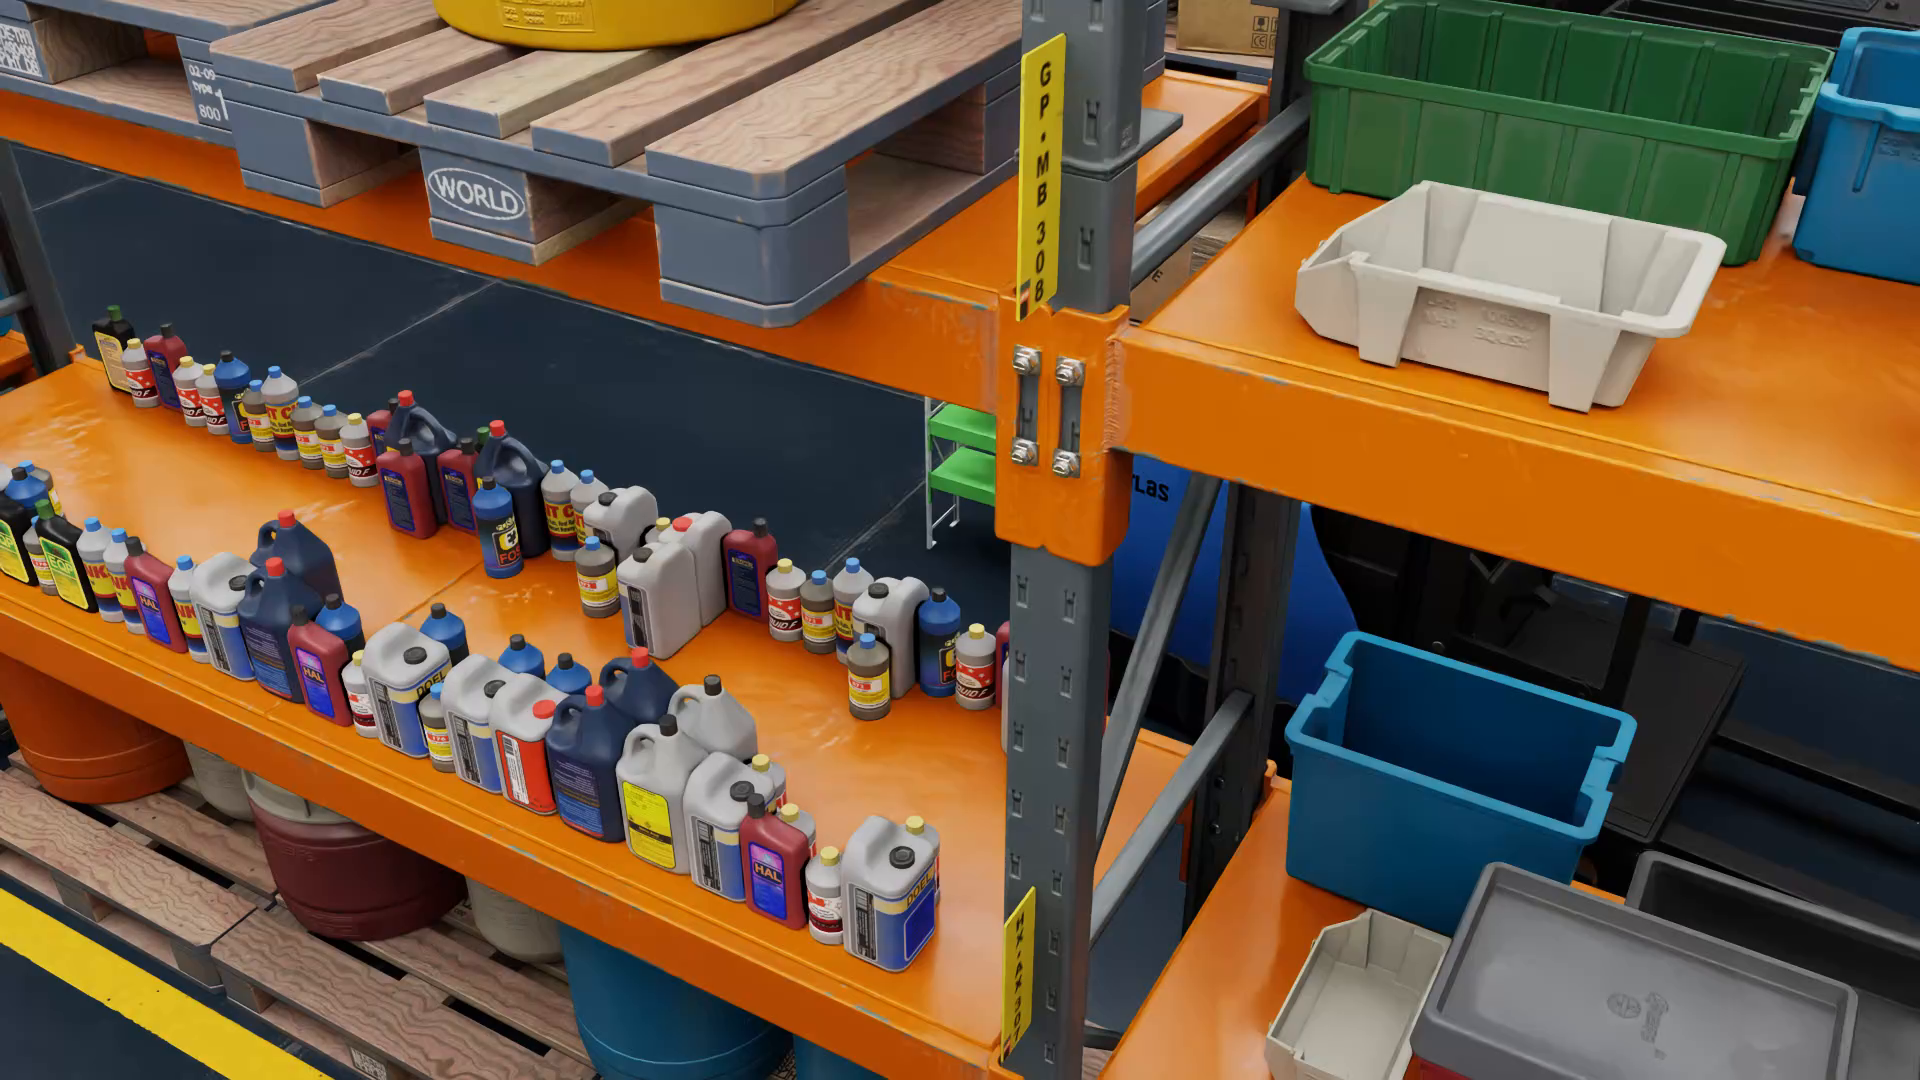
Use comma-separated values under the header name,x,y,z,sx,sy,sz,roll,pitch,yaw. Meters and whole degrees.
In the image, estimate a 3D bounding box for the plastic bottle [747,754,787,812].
name,x,y,z,sx,sy,sz,roll,pitch,yaw
plastic bottle,-0.405,0.529,3.428,0.097,0.201,0.097,0,34,0

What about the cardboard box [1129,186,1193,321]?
name,x,y,z,sx,sy,sz,roll,pitch,yaw
cardboard box,0.957,-1.375,7.967,0.500,0.500,0.500,16,37,23

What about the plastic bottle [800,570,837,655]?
name,x,y,z,sx,sy,sz,roll,pitch,yaw
plastic bottle,-0.333,0.165,3.976,0.097,0.201,0.097,0,34,0

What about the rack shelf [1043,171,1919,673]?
name,x,y,z,sx,sy,sz,roll,pitch,yaw
rack shelf,2.106,0.166,1.737,4.000,0.370,1.077,18,37,24

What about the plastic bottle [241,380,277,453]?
name,x,y,z,sx,sy,sz,roll,pitch,yaw
plastic bottle,-1.996,-0.362,4.767,0.097,0.201,0.097,0,34,0

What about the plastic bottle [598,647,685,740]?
name,x,y,z,sx,sy,sz,roll,pitch,yaw
plastic bottle,-0.680,0.370,3.533,0.185,0.351,0.144,18,37,24

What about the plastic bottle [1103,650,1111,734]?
name,x,y,z,sx,sy,sz,roll,pitch,yaw
plastic bottle,0.263,0.307,3.687,0.133,0.283,0.061,18,37,24

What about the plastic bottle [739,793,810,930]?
name,x,y,z,sx,sy,sz,roll,pitch,yaw
plastic bottle,-0.357,0.619,3.219,0.133,0.283,0.061,18,37,24

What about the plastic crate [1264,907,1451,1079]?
name,x,y,z,sx,sy,sz,roll,pitch,yaw
plastic crate,0.703,0.847,2.956,0.243,0.136,0.396,18,37,24

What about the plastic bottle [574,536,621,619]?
name,x,y,z,sx,sy,sz,roll,pitch,yaw
plastic bottle,-0.894,0.084,4.097,0.097,0.201,0.097,0,34,0

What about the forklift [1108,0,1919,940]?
name,x,y,z,sx,sy,sz,roll,pitch,yaw
forklift,1.921,-0.444,4.772,3.031,2.935,1.130,22,39,29

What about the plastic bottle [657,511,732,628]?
name,x,y,z,sx,sy,sz,roll,pitch,yaw
plastic bottle,-0.647,0.051,4.078,0.135,0.276,0.152,18,37,24

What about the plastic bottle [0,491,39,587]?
name,x,y,z,sx,sy,sz,roll,pitch,yaw
plastic bottle,-2.393,-0.026,4.188,0.133,0.283,0.061,18,37,24

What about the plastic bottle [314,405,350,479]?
name,x,y,z,sx,sy,sz,roll,pitch,yaw
plastic bottle,-1.742,-0.282,4.646,0.097,0.201,0.097,0,34,0

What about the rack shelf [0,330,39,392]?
name,x,y,z,sx,sy,sz,roll,pitch,yaw
rack shelf,-4.840,-0.786,5.873,4.000,0.370,1.077,18,37,24

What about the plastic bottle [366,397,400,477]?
name,x,y,z,sx,sy,sz,roll,pitch,yaw
plastic bottle,-1.548,-0.266,4.549,0.133,0.283,0.061,18,37,24

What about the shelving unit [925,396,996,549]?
name,x,y,z,sx,sy,sz,roll,pitch,yaw
shelving unit,0.144,-0.454,6.349,0.503,1.200,0.258,18,37,24

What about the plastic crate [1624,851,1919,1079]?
name,x,y,z,sx,sy,sz,roll,pitch,yaw
plastic crate,1.475,0.833,2.987,0.590,0.125,0.437,18,37,24

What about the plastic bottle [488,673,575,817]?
name,x,y,z,sx,sy,sz,roll,pitch,yaw
plastic bottle,-0.888,0.425,3.518,0.135,0.276,0.152,18,37,24

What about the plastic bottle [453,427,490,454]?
name,x,y,z,sx,sy,sz,roll,pitch,yaw
plastic bottle,-1.272,-0.179,4.417,0.133,0.283,0.061,18,37,24

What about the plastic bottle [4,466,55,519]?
name,x,y,z,sx,sy,sz,roll,pitch,yaw
plastic bottle,-2.369,-0.064,4.256,0.097,0.271,0.097,0,34,0

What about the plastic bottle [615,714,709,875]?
name,x,y,z,sx,sy,sz,roll,pitch,yaw
plastic bottle,-0.591,0.490,3.352,0.185,0.351,0.144,18,37,24

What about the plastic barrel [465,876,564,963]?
name,x,y,z,sx,sy,sz,roll,pitch,yaw
plastic barrel,-1.155,0.875,4.596,0.421,0.512,0.421,0,34,0

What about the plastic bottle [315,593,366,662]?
name,x,y,z,sx,sy,sz,roll,pitch,yaw
plastic bottle,-1.406,0.241,3.798,0.097,0.271,0.097,0,34,0

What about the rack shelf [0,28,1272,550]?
name,x,y,z,sx,sy,sz,roll,pitch,yaw
rack shelf,-1.367,-0.934,3.389,4.000,0.370,1.077,18,37,24

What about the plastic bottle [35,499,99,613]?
name,x,y,z,sx,sy,sz,roll,pitch,yaw
plastic bottle,-2.192,0.038,4.093,0.133,0.283,0.061,18,37,24

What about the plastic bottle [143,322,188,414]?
name,x,y,z,sx,sy,sz,roll,pitch,yaw
plastic bottle,-2.340,-0.517,4.925,0.133,0.283,0.061,18,37,24

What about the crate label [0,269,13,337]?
name,x,y,z,sx,sy,sz,roll,pitch,yaw
crate label,-3.283,-0.762,5.338,0.416,0.233,0.303,18,37,24

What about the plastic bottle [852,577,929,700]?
name,x,y,z,sx,sy,sz,roll,pitch,yaw
plastic bottle,-0.161,0.205,3.847,0.135,0.276,0.152,18,37,24

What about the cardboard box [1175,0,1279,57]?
name,x,y,z,sx,sy,sz,roll,pitch,yaw
cardboard box,1.266,-2.490,7.314,0.500,0.500,0.700,8,35,12

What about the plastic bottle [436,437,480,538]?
name,x,y,z,sx,sy,sz,roll,pitch,yaw
plastic bottle,-1.302,-0.149,4.373,0.133,0.283,0.061,18,37,24

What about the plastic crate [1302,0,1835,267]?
name,x,y,z,sx,sy,sz,roll,pitch,yaw
plastic crate,0.887,-0.624,2.466,0.662,0.188,0.450,18,37,24

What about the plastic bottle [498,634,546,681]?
name,x,y,z,sx,sy,sz,roll,pitch,yaw
plastic bottle,-0.959,0.324,3.673,0.097,0.271,0.097,0,34,0

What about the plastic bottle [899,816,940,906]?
name,x,y,z,sx,sy,sz,roll,pitch,yaw
plastic bottle,-0.087,0.630,3.277,0.097,0.201,0.097,0,34,0

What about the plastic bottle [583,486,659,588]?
name,x,y,z,sx,sy,sz,roll,pitch,yaw
plastic bottle,-0.849,-0.012,4.174,0.135,0.276,0.152,18,37,24

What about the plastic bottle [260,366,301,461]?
name,x,y,z,sx,sy,sz,roll,pitch,yaw
plastic bottle,-1.911,-0.364,4.707,0.097,0.271,0.097,0,34,0

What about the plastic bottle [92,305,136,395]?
name,x,y,z,sx,sy,sz,roll,pitch,yaw
plastic bottle,-2.541,-0.581,5.021,0.133,0.283,0.061,18,37,24

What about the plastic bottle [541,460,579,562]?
name,x,y,z,sx,sy,sz,roll,pitch,yaw
plastic bottle,-1.020,-0.082,4.283,0.097,0.271,0.097,0,34,0

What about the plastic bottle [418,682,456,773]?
name,x,y,z,sx,sy,sz,roll,pitch,yaw
plastic bottle,-1.119,0.400,3.622,0.097,0.201,0.097,0,34,0

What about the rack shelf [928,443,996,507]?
name,x,y,z,sx,sy,sz,roll,pitch,yaw
rack shelf,0.144,-0.201,6.518,0.480,0.148,0.258,18,37,24

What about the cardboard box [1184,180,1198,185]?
name,x,y,z,sx,sy,sz,roll,pitch,yaw
cardboard box,1.227,-1.935,8.132,0.500,0.250,0.500,17,37,24

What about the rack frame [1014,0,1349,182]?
name,x,y,z,sx,sy,sz,roll,pitch,yaw
rack frame,0.369,-1.932,1.532,0.127,3.000,1.000,18,37,24

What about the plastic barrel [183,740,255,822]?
name,x,y,z,sx,sy,sz,roll,pitch,yaw
plastic barrel,-2.136,0.564,5.062,0.421,0.512,0.421,0,34,0

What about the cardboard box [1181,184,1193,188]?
name,x,y,z,sx,sy,sz,roll,pitch,yaw
cardboard box,1.194,-1.632,8.353,0.500,0.500,0.500,16,37,23

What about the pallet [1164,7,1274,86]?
name,x,y,z,sx,sy,sz,roll,pitch,yaw
pallet,1.048,-2.305,7.679,1.213,0.211,1.003,18,37,24

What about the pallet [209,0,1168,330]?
name,x,y,z,sx,sy,sz,roll,pitch,yaw
pallet,-0.360,-0.773,2.669,1.003,0.211,1.213,18,37,24

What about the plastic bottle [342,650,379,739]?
name,x,y,z,sx,sy,sz,roll,pitch,yaw
plastic bottle,-1.321,0.336,3.718,0.097,0.201,0.097,0,34,0

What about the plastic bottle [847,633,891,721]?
name,x,y,z,sx,sy,sz,roll,pitch,yaw
plastic bottle,-0.207,0.302,3.770,0.097,0.201,0.097,0,34,0

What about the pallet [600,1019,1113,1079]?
name,x,y,z,sx,sy,sz,roll,pitch,yaw
pallet,-0.280,1.493,4.317,1.213,0.211,1.003,18,37,24

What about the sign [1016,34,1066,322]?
name,x,y,z,sx,sy,sz,roll,pitch,yaw
sign,0.095,-0.423,1.965,0.005,0.325,0.100,18,37,24

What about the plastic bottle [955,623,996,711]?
name,x,y,z,sx,sy,sz,roll,pitch,yaw
plastic bottle,0.038,0.282,3.800,0.097,0.201,0.097,0,34,0

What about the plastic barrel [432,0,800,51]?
name,x,y,z,sx,sy,sz,roll,pitch,yaw
plastic barrel,-0.524,-1.090,2.426,0.600,0.588,0.600,0,34,0

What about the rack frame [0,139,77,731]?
name,x,y,z,sx,sy,sz,roll,pitch,yaw
rack frame,-3.103,-0.535,4.847,0.127,3.000,1.000,18,37,24

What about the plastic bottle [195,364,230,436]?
name,x,y,z,sx,sy,sz,roll,pitch,yaw
plastic bottle,-2.165,-0.416,4.847,0.097,0.201,0.097,0,34,0

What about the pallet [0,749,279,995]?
name,x,y,z,sx,sy,sz,roll,pitch,yaw
pallet,-2.398,0.822,5.325,1.213,0.211,1.003,18,37,24

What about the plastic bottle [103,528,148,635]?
name,x,y,z,sx,sy,sz,roll,pitch,yaw
plastic bottle,-1.999,0.092,4.021,0.097,0.271,0.097,0,34,0

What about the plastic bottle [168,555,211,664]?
name,x,y,z,sx,sy,sz,roll,pitch,yaw
plastic bottle,-1.798,0.156,3.926,0.097,0.271,0.097,0,34,0

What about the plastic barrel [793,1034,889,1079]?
name,x,y,z,sx,sy,sz,roll,pitch,yaw
plastic barrel,-0.094,1.106,3.897,0.708,0.901,0.600,18,37,24

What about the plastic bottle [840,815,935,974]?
name,x,y,z,sx,sy,sz,roll,pitch,yaw
plastic bottle,-0.133,0.664,3.159,0.135,0.276,0.152,18,37,24

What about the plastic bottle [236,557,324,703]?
name,x,y,z,sx,sy,sz,roll,pitch,yaw
plastic bottle,-1.547,0.187,3.807,0.185,0.351,0.144,18,37,24
